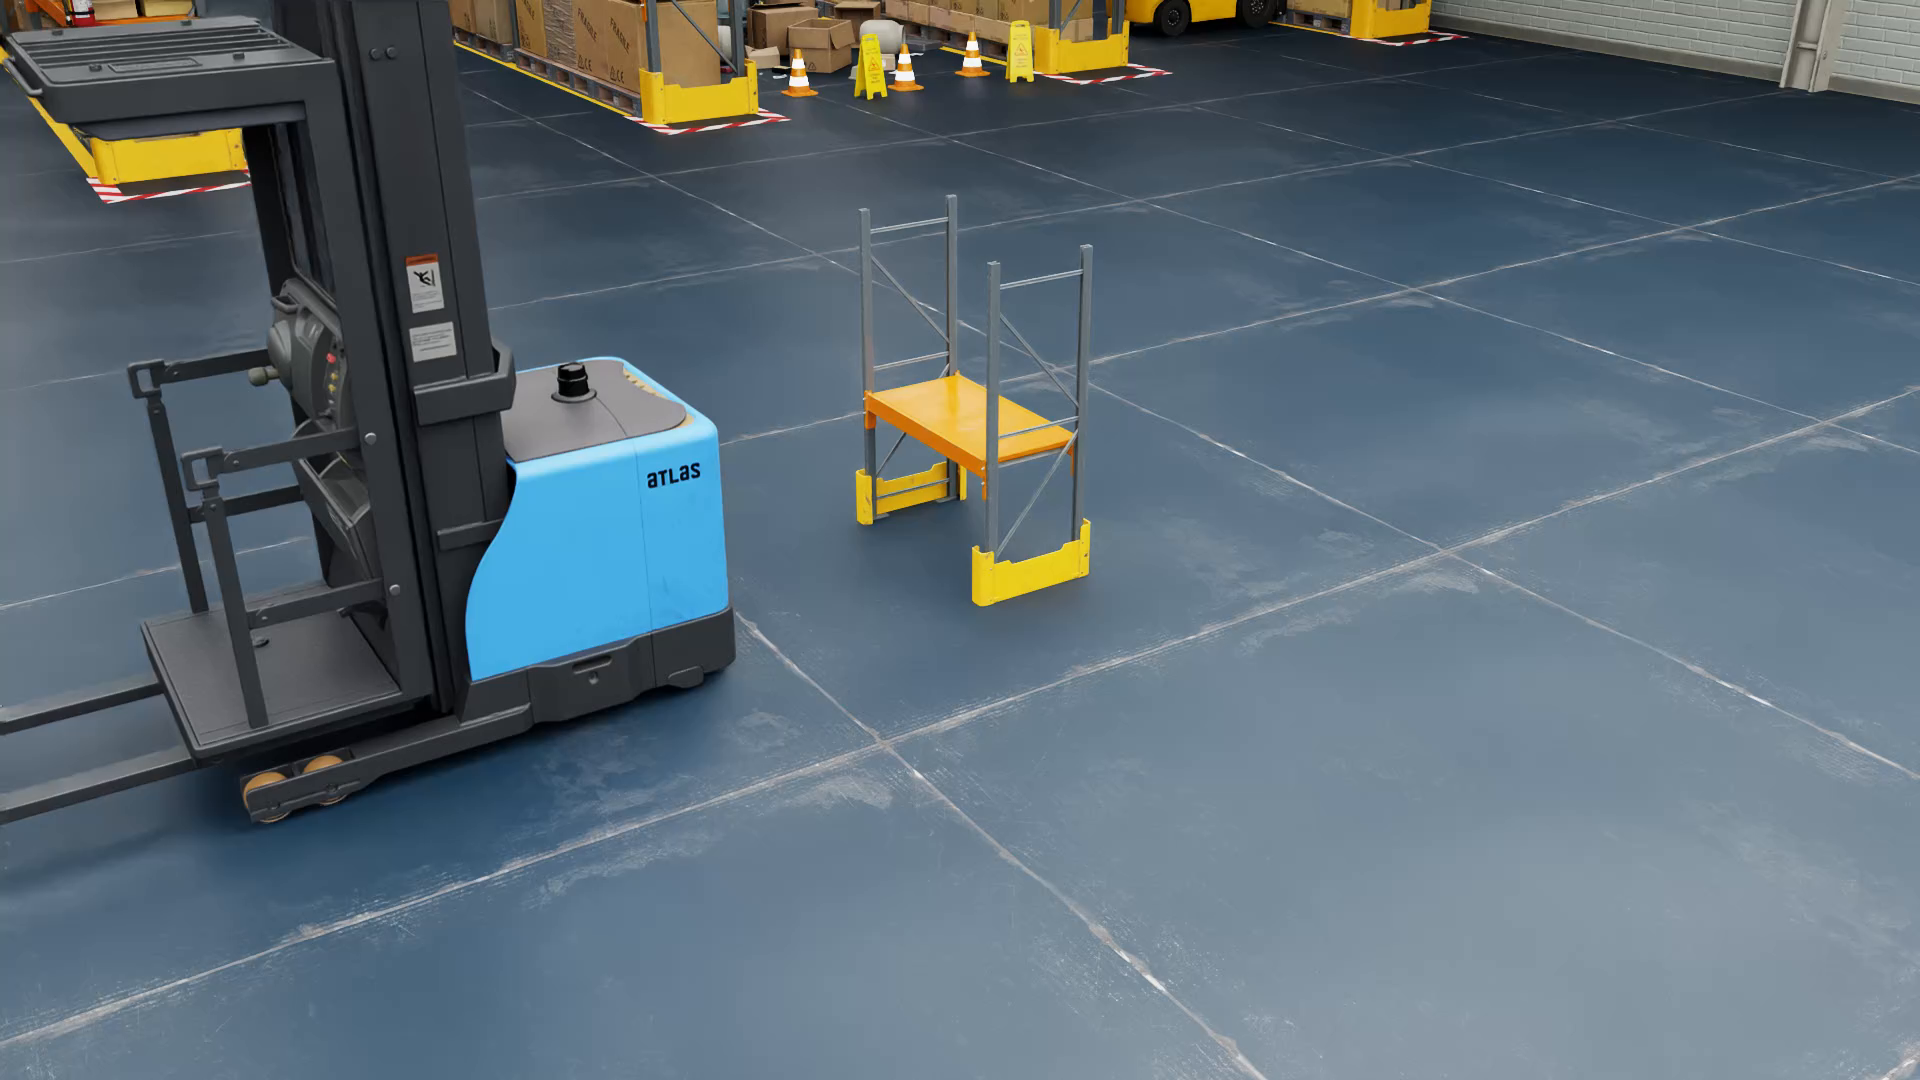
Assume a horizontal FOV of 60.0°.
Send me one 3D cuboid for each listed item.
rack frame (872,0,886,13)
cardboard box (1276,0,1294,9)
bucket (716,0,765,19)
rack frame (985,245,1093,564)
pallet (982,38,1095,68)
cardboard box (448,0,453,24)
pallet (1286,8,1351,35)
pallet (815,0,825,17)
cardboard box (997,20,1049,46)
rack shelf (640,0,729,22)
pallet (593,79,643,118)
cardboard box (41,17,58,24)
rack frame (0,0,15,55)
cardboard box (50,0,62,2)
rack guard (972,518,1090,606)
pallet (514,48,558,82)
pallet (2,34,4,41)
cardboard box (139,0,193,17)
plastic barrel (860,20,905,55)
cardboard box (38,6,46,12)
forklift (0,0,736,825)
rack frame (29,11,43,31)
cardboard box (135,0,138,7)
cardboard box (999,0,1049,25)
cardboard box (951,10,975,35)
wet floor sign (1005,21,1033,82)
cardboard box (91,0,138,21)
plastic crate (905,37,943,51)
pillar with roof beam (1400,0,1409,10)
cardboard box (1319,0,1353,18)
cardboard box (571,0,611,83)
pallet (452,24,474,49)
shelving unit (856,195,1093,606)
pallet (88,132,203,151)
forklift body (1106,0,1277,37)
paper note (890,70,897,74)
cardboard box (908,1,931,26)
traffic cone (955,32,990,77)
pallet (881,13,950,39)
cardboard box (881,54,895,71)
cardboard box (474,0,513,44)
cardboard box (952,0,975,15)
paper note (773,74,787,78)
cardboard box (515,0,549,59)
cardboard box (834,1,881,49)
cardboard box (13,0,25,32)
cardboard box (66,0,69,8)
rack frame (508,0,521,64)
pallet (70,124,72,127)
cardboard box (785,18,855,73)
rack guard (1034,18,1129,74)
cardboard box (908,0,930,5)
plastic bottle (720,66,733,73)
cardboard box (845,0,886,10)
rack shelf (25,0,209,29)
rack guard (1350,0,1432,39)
[{"bbox_3d":[-0.723,-8.280,21.776,1.000,3.000,0.127,-16,29,-30],"label":"rack frame"},{"bbox_3d":[4.567,-7.409,22.661,0.500,0.250,0.500,-15,29,-29],"label":"cardboard box"},{"bbox_3d":[-2.809,-6.786,20.665,0.726,0.611,0.620,-6,16,-12],"label":"bucket"},{"bbox_3d":[0.324,-0.466,6.980,0.500,1.500,0.032,-16,29,-30],"label":"rack frame"},{"bbox_3d":[1.005,-5.914,20.031,1.003,0.211,1.213,-16,29,-30],"label":"pallet"},{"bbox_3d":[-6.262,-7.143,21.510,1.050,0.750,0.750,-15,29,-29],"label":"cardboard box"},{"bbox_3d":[5.165,-7.010,22.352,1.003,0.211,1.213,-16,29,-30],"label":"pallet"},{"bbox_3d":[-1.819,-7.734,23.885,1.003,0.211,1.213,-16,29,-30],"label":"pallet"},{"bbox_3d":[0.781,-6.031,19.740,0.500,0.250,0.500,-16,29,-30],"label":"cardboard box"},{"bbox_3d":[-3.723,-6.050,17.894,1.077,0.370,4.000,-16,29,-30],"label":"rack shelf"},{"bbox_3d":[-3.134,-4.666,17.387,1.003,0.211,1.213,-16,29,-30],"label":"pallet"},{"bbox_3d":[-9.588,-5.439,18.170,0.700,0.500,0.500,-16,29,-30],"label":"cardboard box"},{"bbox_3d":[-11.210,-7.401,19.914,1.000,3.000,0.127,-16,29,-30],"label":"rack frame"},{"bbox_3d":[-8.078,-4.992,15.105,0.380,0.149,0.250,-16,29,-30],"label":"cardboard box"},{"bbox_3d":[0.313,0.092,7.262,0.587,0.250,0.087,-16,29,-30],"label":"rack guard"},{"bbox_3d":[-4.466,-5.539,19.236,1.003,0.211,1.213,-16,29,-30],"label":"pallet"},{"bbox_3d":[-11.577,-6.440,21.144,1.003,0.211,1.213,-16,29,-30],"label":"pallet"},{"bbox_3d":[-6.798,-4.584,14.240,0.380,0.149,0.250,-16,29,-30],"label":"cardboard box"},{"bbox_3d":[-0.936,-6.070,20.113,0.512,0.421,0.421,3,25,6],"label":"plastic barrel"},{"bbox_3d":[-10.198,-5.838,19.016,0.700,0.500,0.500,-13,28,-25],"label":"cardboard box"},{"bbox_3d":[-2.403,-0.615,5.620,3.031,2.935,1.130,-16,29,-30],"label":"forklift"},{"bbox_3d":[-9.026,-5.970,16.884,1.000,3.000,0.127,-16,29,-30],"label":"rack frame"},{"bbox_3d":[-7.043,-4.770,14.636,0.380,0.149,0.250,-16,29,-30],"label":"cardboard box"},{"bbox_3d":[0.805,-6.361,19.561,0.500,0.500,0.500,-15,29,-29],"label":"cardboard box"},{"bbox_3d":[0.227,-6.395,20.512,0.500,0.250,0.500,-17,30,-31],"label":"cardboard box"},{"bbox_3d":[0.668,-5.467,18.576,0.267,0.644,0.232,-6,26,-12],"label":"wet floor sign"},{"bbox_3d":[-7.171,-4.480,14.021,0.380,0.149,0.250,-16,29,-30],"label":"cardboard box"},{"bbox_3d":[-0.553,-6.207,20.805,0.583,0.080,0.402,18,31,33],"label":"plastic crate"},{"bbox_3d":[2.385,-10.176,18.765,9.100,9.000,0.400,-16,29,-30],"label":"pillar with roof beam"},{"bbox_3d":[5.096,-7.048,21.896,0.500,0.250,0.500,-15,29,-29],"label":"cardboard box"},{"bbox_3d":[-3.539,-5.430,17.736,0.875,0.875,0.875,-16,30,-30],"label":"cardboard box"},{"bbox_3d":[-5.970,-6.524,21.324,1.003,0.211,1.213,-16,29,-30],"label":"pallet"},{"bbox_3d":[0.042,-0.651,7.372,0.587,1.500,1.083,-16,29,-30],"label":"shelving unit"},{"bbox_3d":[-7.298,-3.605,15.139,1.003,0.211,1.213,-16,29,-30],"label":"pallet"},{"bbox_3d":[3.054,-7.877,21.916,2.313,2.155,1.214,-16,29,-30],"label":"forklift body"},{"bbox_3d":[-0.723,-5.381,19.112,0.142,0.019,0.148,18,31,33],"label":"paper note"},{"bbox_3d":[-0.326,-6.764,21.294,0.500,0.250,0.500,-14,29,-27],"label":"cardboard box"},{"bbox_3d":[0.145,-5.555,18.976,0.336,0.463,0.334,-16,29,-30],"label":"traffic cone"},{"bbox_3d":[-0.327,-6.787,21.880,1.003,0.211,1.213,-16,29,-30],"label":"pallet"},{"bbox_3d":[-0.947,-5.558,19.349,0.380,0.149,0.250,-1,25,-3],"label":"cardboard box"},{"bbox_3d":[-5.230,-6.464,20.072,1.050,0.750,0.750,-16,29,-30],"label":"cardboard box"},{"bbox_3d":[0.247,-6.729,20.340,0.500,0.500,0.500,-16,30,-31],"label":"cardboard box"},{"bbox_3d":[-2.042,-5.258,18.854,0.144,0.017,0.142,-6,26,-12],"label":"paper note"},{"bbox_3d":[-4.531,-6.078,19.108,0.875,0.875,0.875,-15,29,-29],"label":"cardboard box"},{"bbox_3d":[-1.278,-6.450,20.825,0.500,0.500,0.500,3,25,6],"label":"cardboard box"},{"bbox_3d":[-10.827,-6.235,19.856,0.700,0.500,0.500,-17,30,-32],"label":"cardboard box"},{"bbox_3d":[-7.610,-4.740,14.571,0.380,0.149,0.250,-16,29,-30],"label":"cardboard box"},{"bbox_3d":[-4.815,-7.090,19.256,1.000,3.000,0.127,-16,29,-30],"label":"rack frame"},{"bbox_3d":[-8.630,-4.478,16.987,1.003,0.211,1.213,-16,29,-30],"label":"pallet"},{"bbox_3d":[-1.620,-5.759,19.359,0.637,0.503,0.797,7,26,15],"label":"cardboard box"},{"bbox_3d":[1.419,-5.746,19.336,1.175,0.500,0.348,-16,29,-30],"label":"rack guard"},{"bbox_3d":[-0.325,-7.103,21.133,0.500,0.500,0.500,-14,29,-28],"label":"cardboard box"},{"bbox_3d":[-2.640,-5.449,19.221,0.133,0.061,0.283,18,31,33],"label":"plastic bottle"},{"bbox_3d":[-1.011,-7.469,22.643,0.950,0.372,0.625,-15,29,-29],"label":"cardboard box"},{"bbox_3d":[-7.934,-4.930,15.522,1.077,0.370,4.000,-16,29,-30],"label":"rack shelf"},{"bbox_3d":[5.630,-6.868,21.714,1.175,0.500,0.348,-16,29,-30],"label":"rack guard"}]
